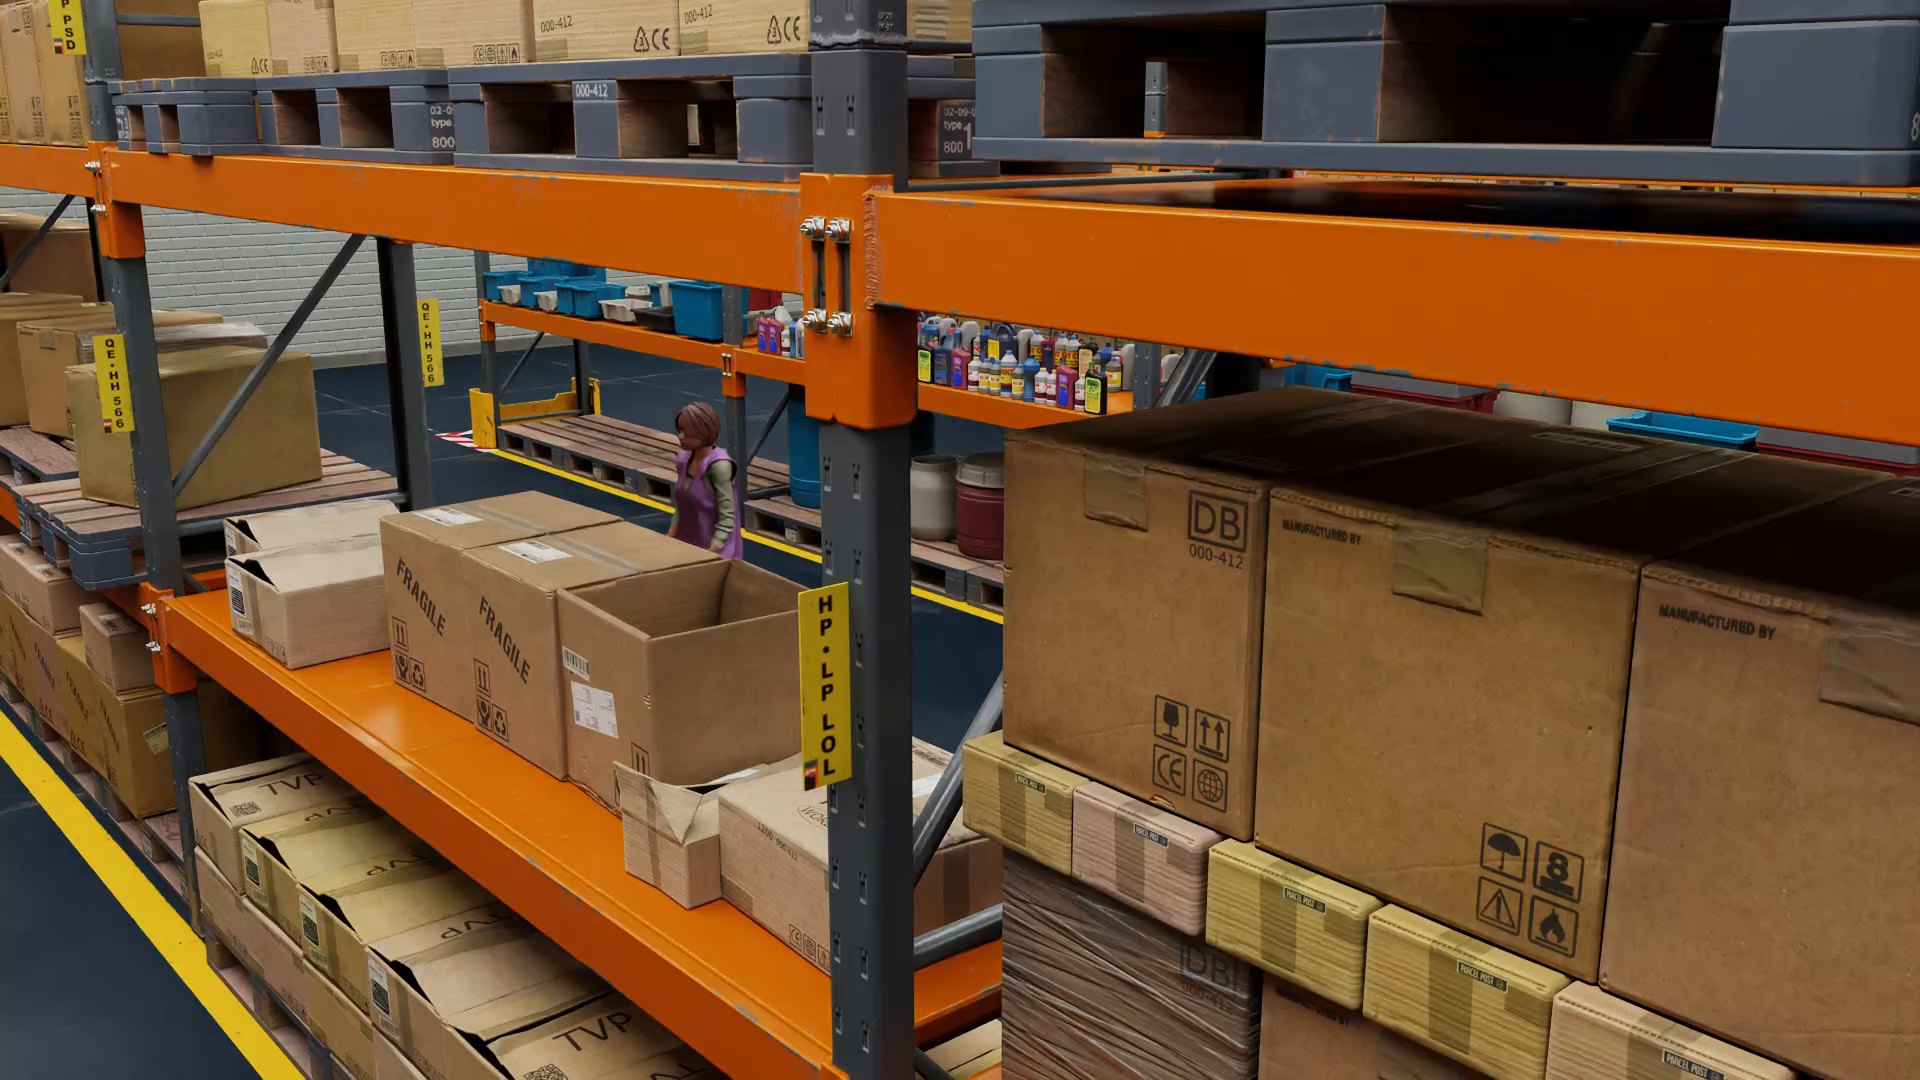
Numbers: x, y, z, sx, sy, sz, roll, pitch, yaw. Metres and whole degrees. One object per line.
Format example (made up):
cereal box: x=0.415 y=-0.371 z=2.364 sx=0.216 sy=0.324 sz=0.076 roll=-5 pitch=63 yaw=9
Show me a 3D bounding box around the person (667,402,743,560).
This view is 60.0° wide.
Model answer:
person: x=-1.243 y=0.129 z=8.039 sx=0.359 sy=1.585 sz=0.446 roll=-13 pitch=19 yaw=-41
